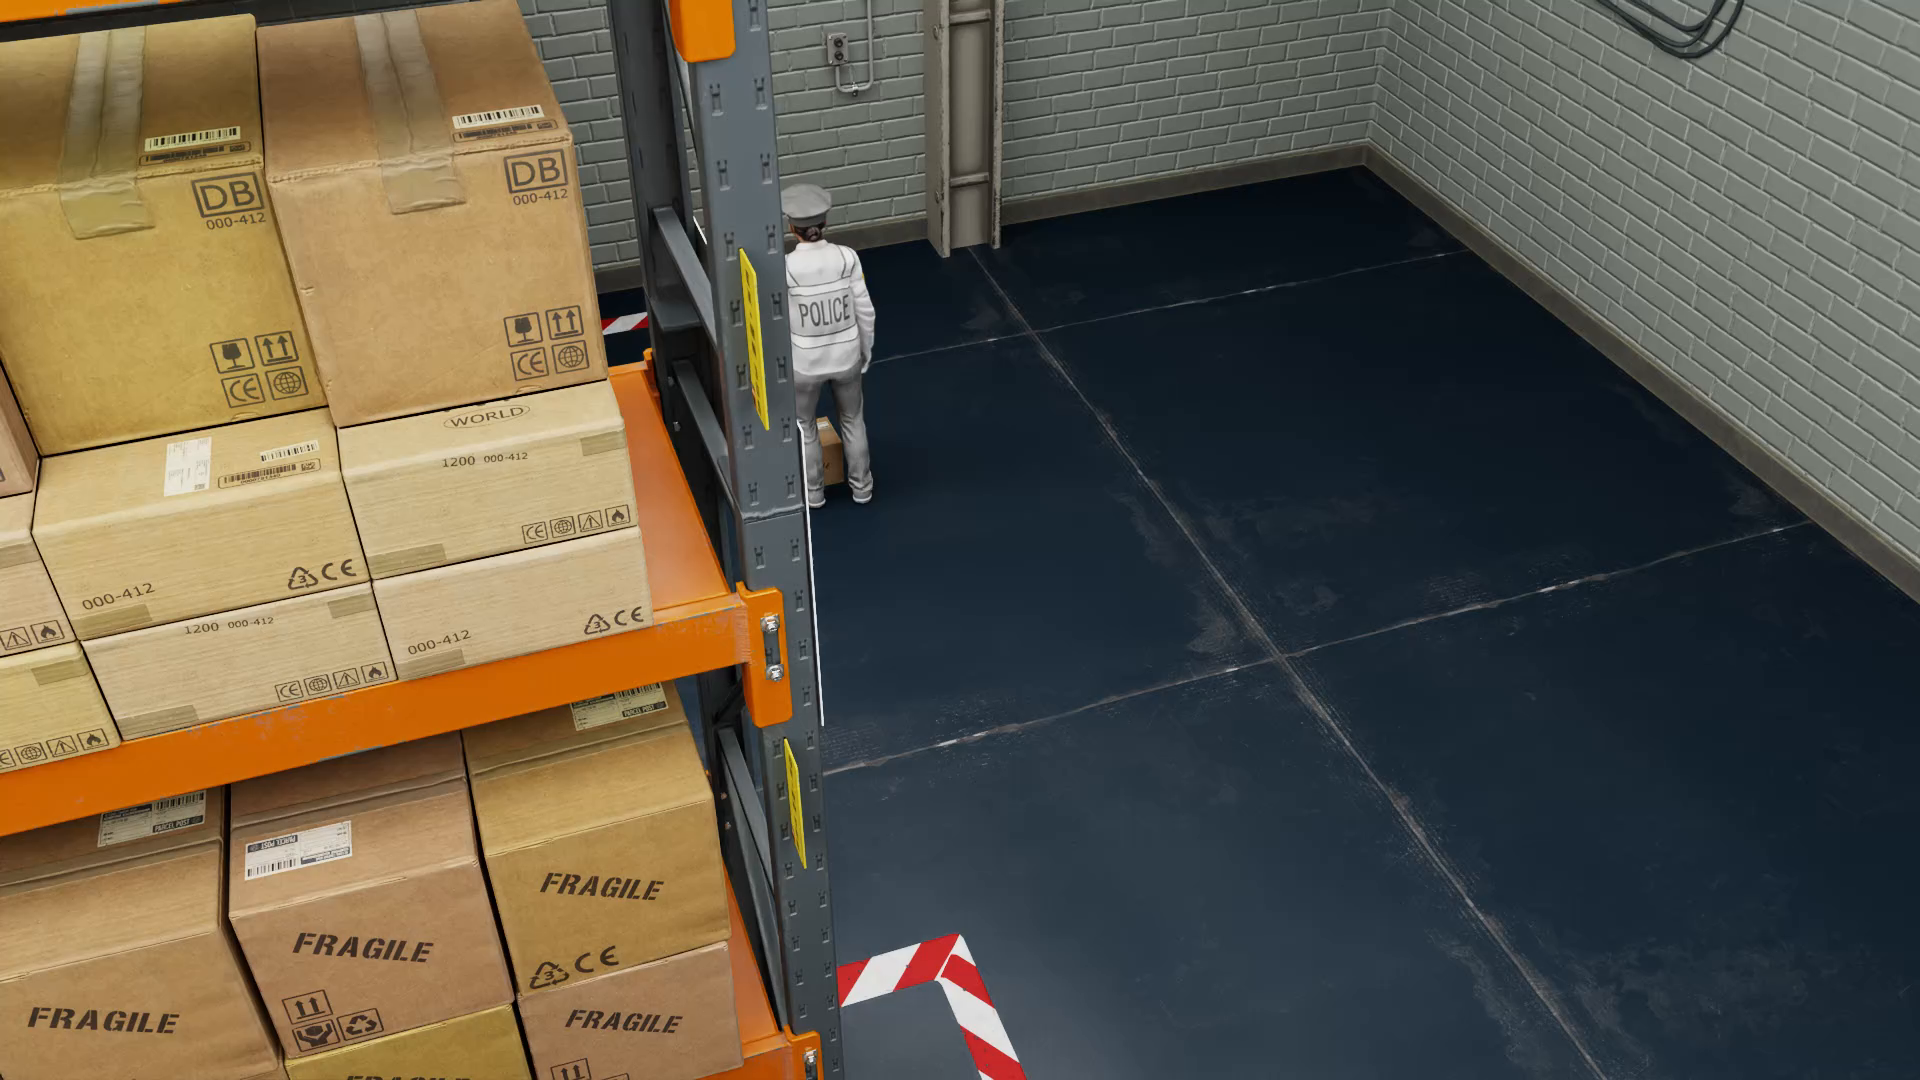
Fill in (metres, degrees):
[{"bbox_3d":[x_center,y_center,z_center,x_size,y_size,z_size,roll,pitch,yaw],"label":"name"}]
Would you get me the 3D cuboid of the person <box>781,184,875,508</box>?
[{"bbox_3d":[-0.664,-0.869,7.894,0.529,1.663,0.406,-12,40,-15],"label":"person"}]
